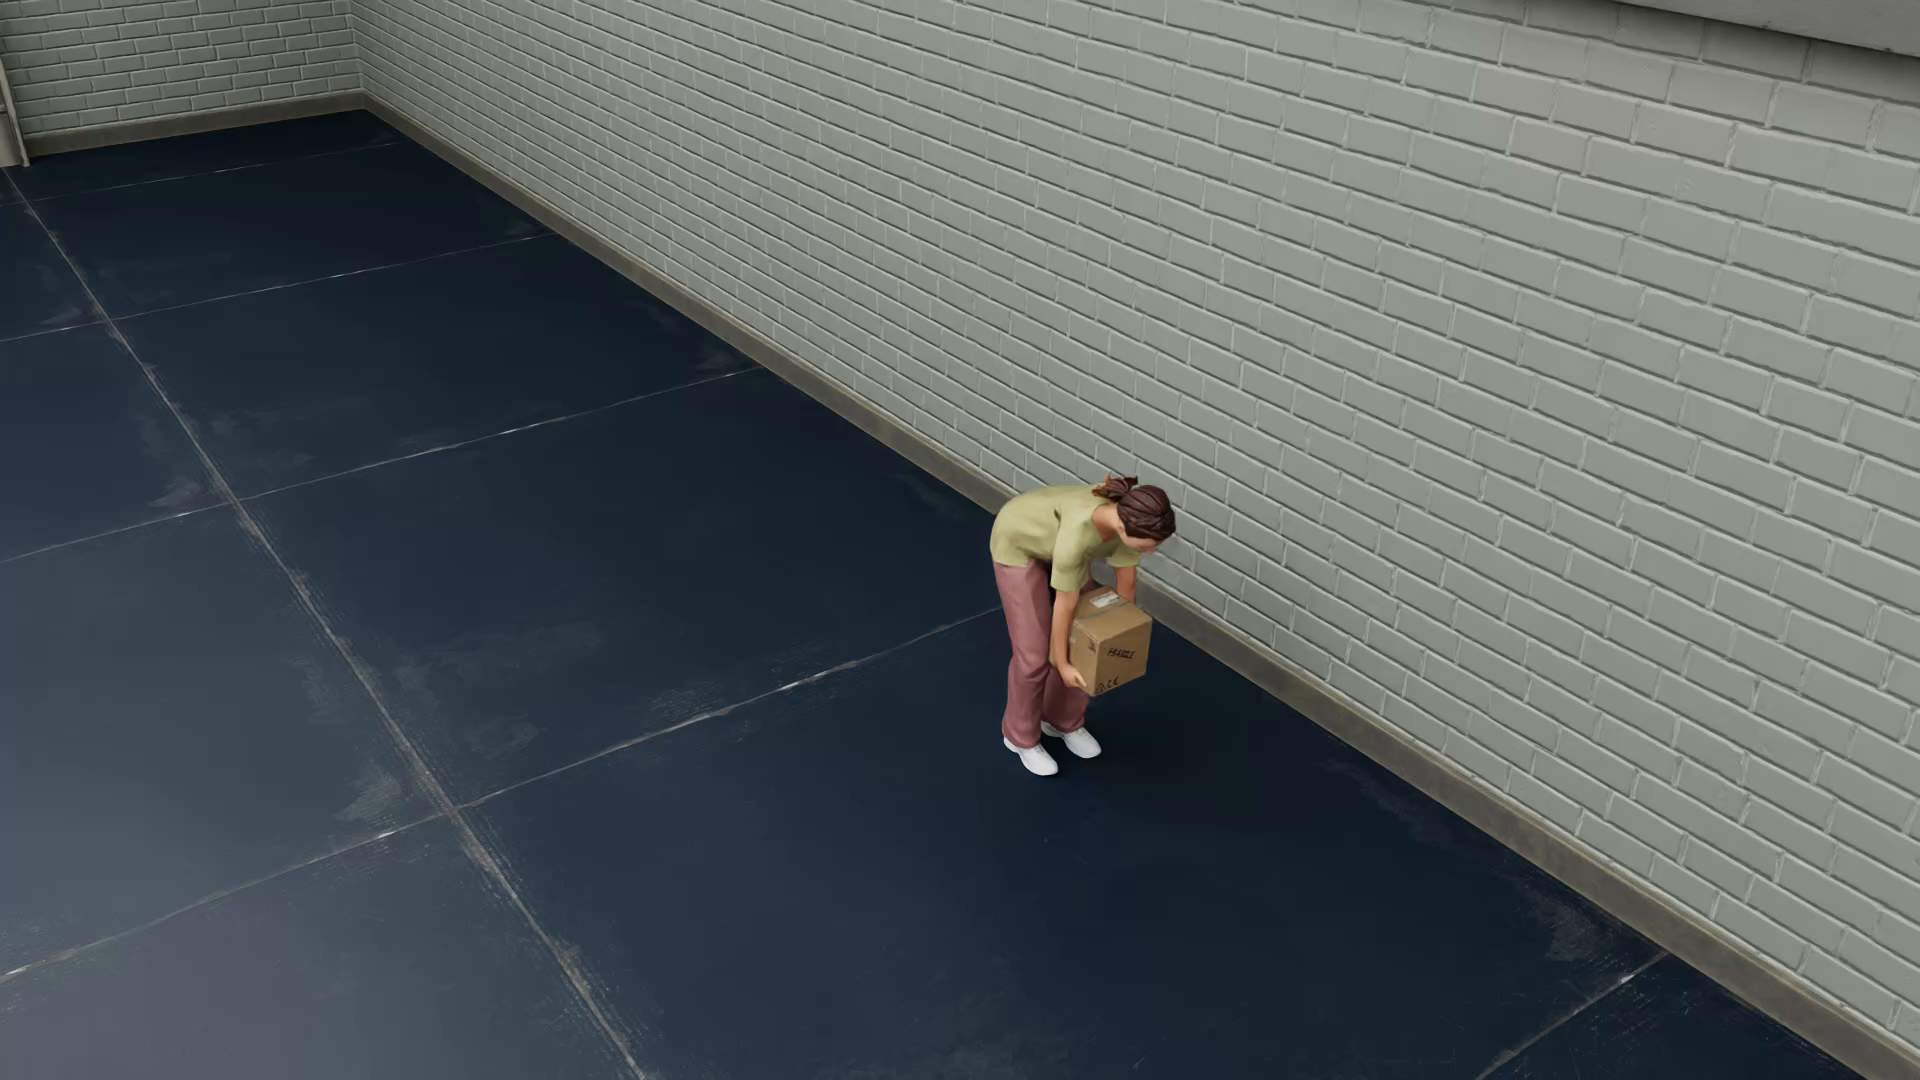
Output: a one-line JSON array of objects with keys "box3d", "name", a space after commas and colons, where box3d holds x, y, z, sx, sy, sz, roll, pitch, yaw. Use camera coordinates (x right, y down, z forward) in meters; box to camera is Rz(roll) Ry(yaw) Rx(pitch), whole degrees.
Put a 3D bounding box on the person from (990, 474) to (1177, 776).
[{"box3d": [0.439, 0.290, 5.980, 0.398, 1.310, 0.813, -20, 34, -32], "name": "person"}]
